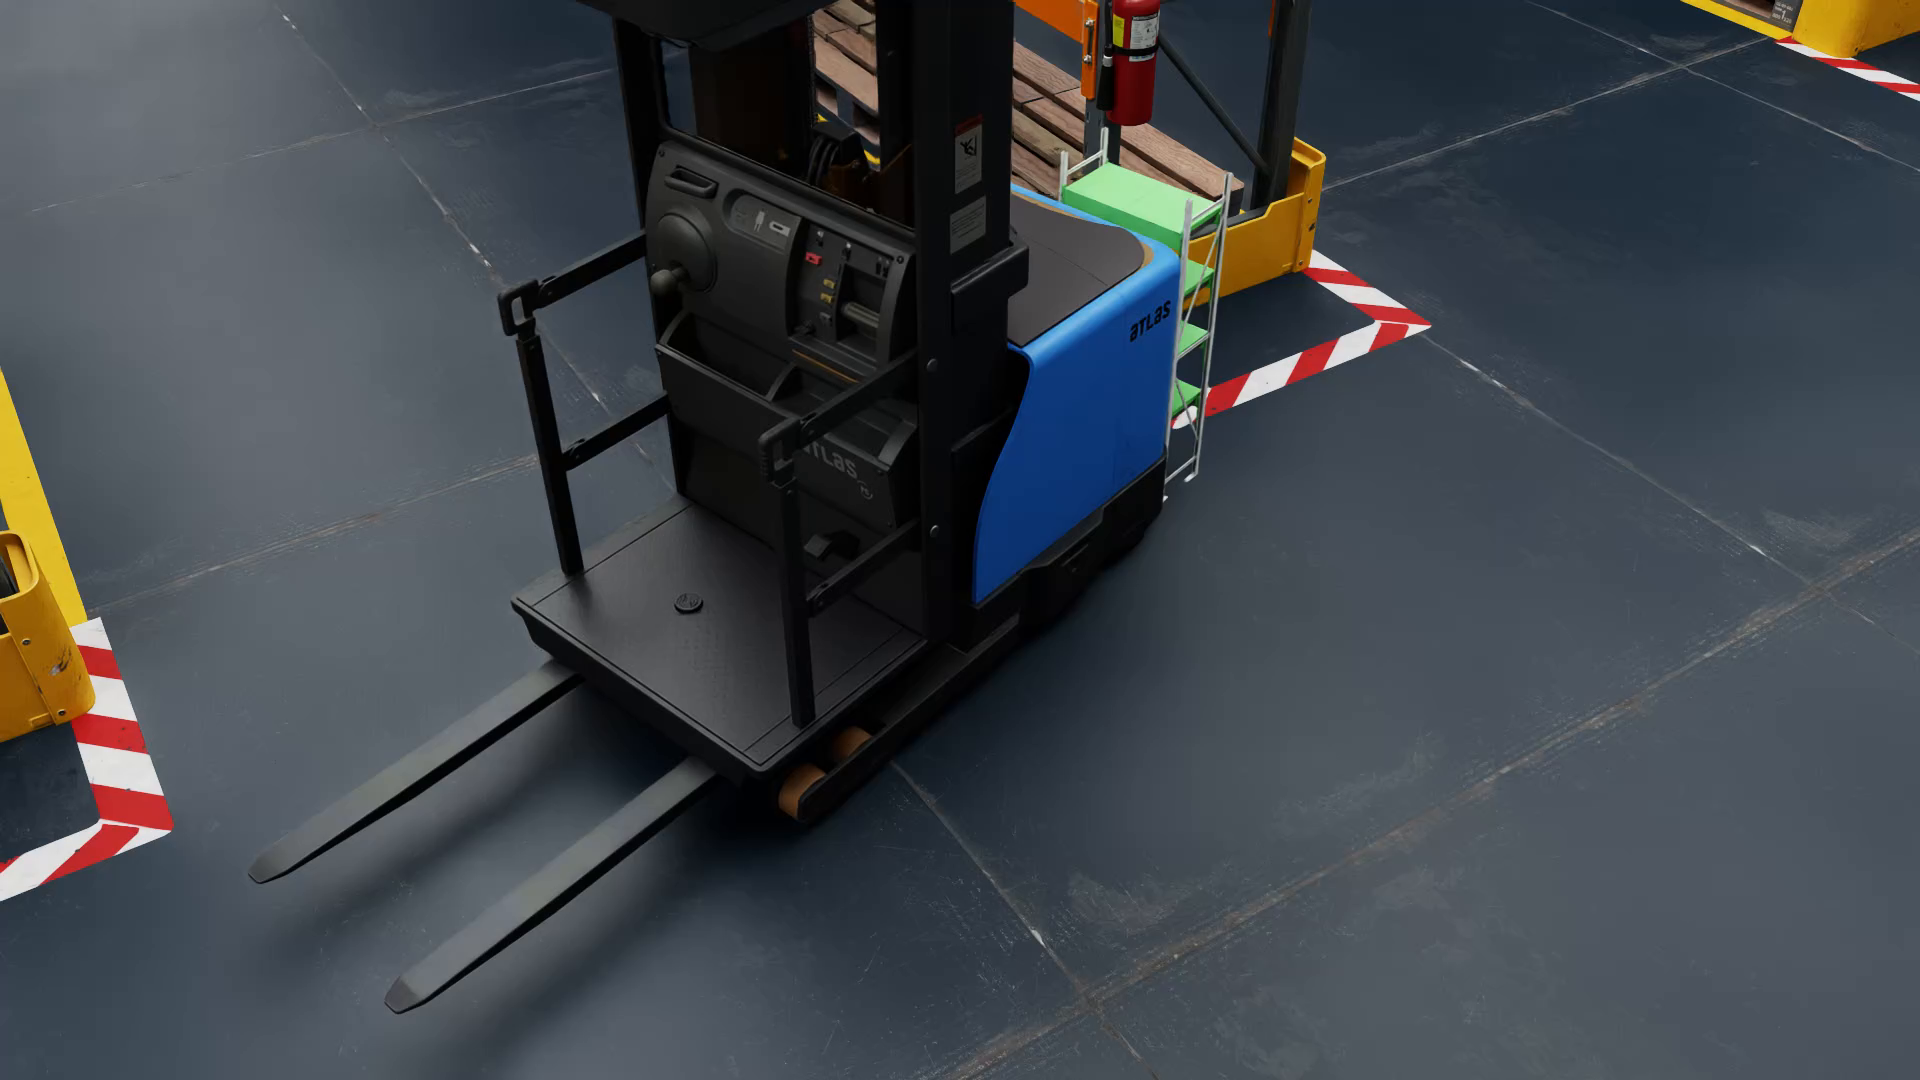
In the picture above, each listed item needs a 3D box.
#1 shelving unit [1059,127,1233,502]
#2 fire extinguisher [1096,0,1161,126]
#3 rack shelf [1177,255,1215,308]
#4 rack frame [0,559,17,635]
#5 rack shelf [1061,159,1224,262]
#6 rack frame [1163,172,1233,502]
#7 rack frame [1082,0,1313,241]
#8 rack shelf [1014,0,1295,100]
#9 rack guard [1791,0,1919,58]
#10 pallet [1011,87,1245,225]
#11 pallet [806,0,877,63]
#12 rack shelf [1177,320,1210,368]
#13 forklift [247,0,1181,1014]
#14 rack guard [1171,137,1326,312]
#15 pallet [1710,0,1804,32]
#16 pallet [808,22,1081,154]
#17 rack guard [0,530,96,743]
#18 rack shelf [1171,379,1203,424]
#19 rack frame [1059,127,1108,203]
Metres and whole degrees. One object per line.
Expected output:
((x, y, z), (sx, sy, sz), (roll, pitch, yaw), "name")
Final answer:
((0.595, -0.747, 5.708), (0.503, 1.200, 0.258), (29, 48, 30), "shelving unit")
((0.625, -1.828, 5.952), (0.296, 0.674, 0.183), (-22, 45, -24), "fire extinguisher")
((0.595, -0.882, 5.596), (0.480, 0.148, 0.258), (29, 48, 30), "rack shelf")
((-3.249, -0.534, 4.047), (1.000, 3.000, 0.127), (-22, 45, -24), "rack frame")
((0.595, -1.066, 5.442), (0.480, 0.148, 0.258), (29, 48, 30), "rack shelf")
((0.780, -0.645, 5.587), (0.015, 1.200, 0.240), (29, 48, 30), "rack frame")
((0.927, -2.238, 6.093), (1.000, 3.000, 0.127), (-22, 45, -24), "rack frame")
((-0.148, -3.042, 7.619), (1.077, 0.370, 4.000), (-22, 45, -24), "rack shelf")
((5.065, -3.022, 8.986), (1.175, 0.500, 0.348), (-22, 45, -24), "rack guard")
((0.517, -1.626, 7.536), (1.003, 0.211, 1.213), (-22, 45, -24), "pallet")
((-0.795, -2.943, 9.117), (1.003, 0.211, 1.213), (-22, 45, -24), "pallet")
((0.595, -0.697, 5.749), (0.480, 0.148, 0.258), (29, 48, 30), "rack shelf")
((-0.635, -0.683, 4.280), (1.130, 2.935, 3.031), (29, 48, 30), "forklift")
((0.951, -1.270, 6.883), (1.175, 0.500, 0.348), (-22, 45, -24), "rack guard")
((4.635, -3.341, 9.595), (1.003, 0.211, 1.213), (-22, 45, -24), "pallet")
((-0.135, -2.284, 8.325), (1.003, 0.211, 1.213), (-22, 45, -24), "pallet")
((-3.236, 0.440, 4.832), (1.175, 0.500, 0.348), (-22, 45, -24), "rack guard")
((0.594, -0.513, 5.903), (0.480, 0.148, 0.258), (29, 48, 30), "rack shelf")
((0.409, -0.848, 5.830), (0.015, 1.200, 0.240), (29, 48, 30), "rack frame")
